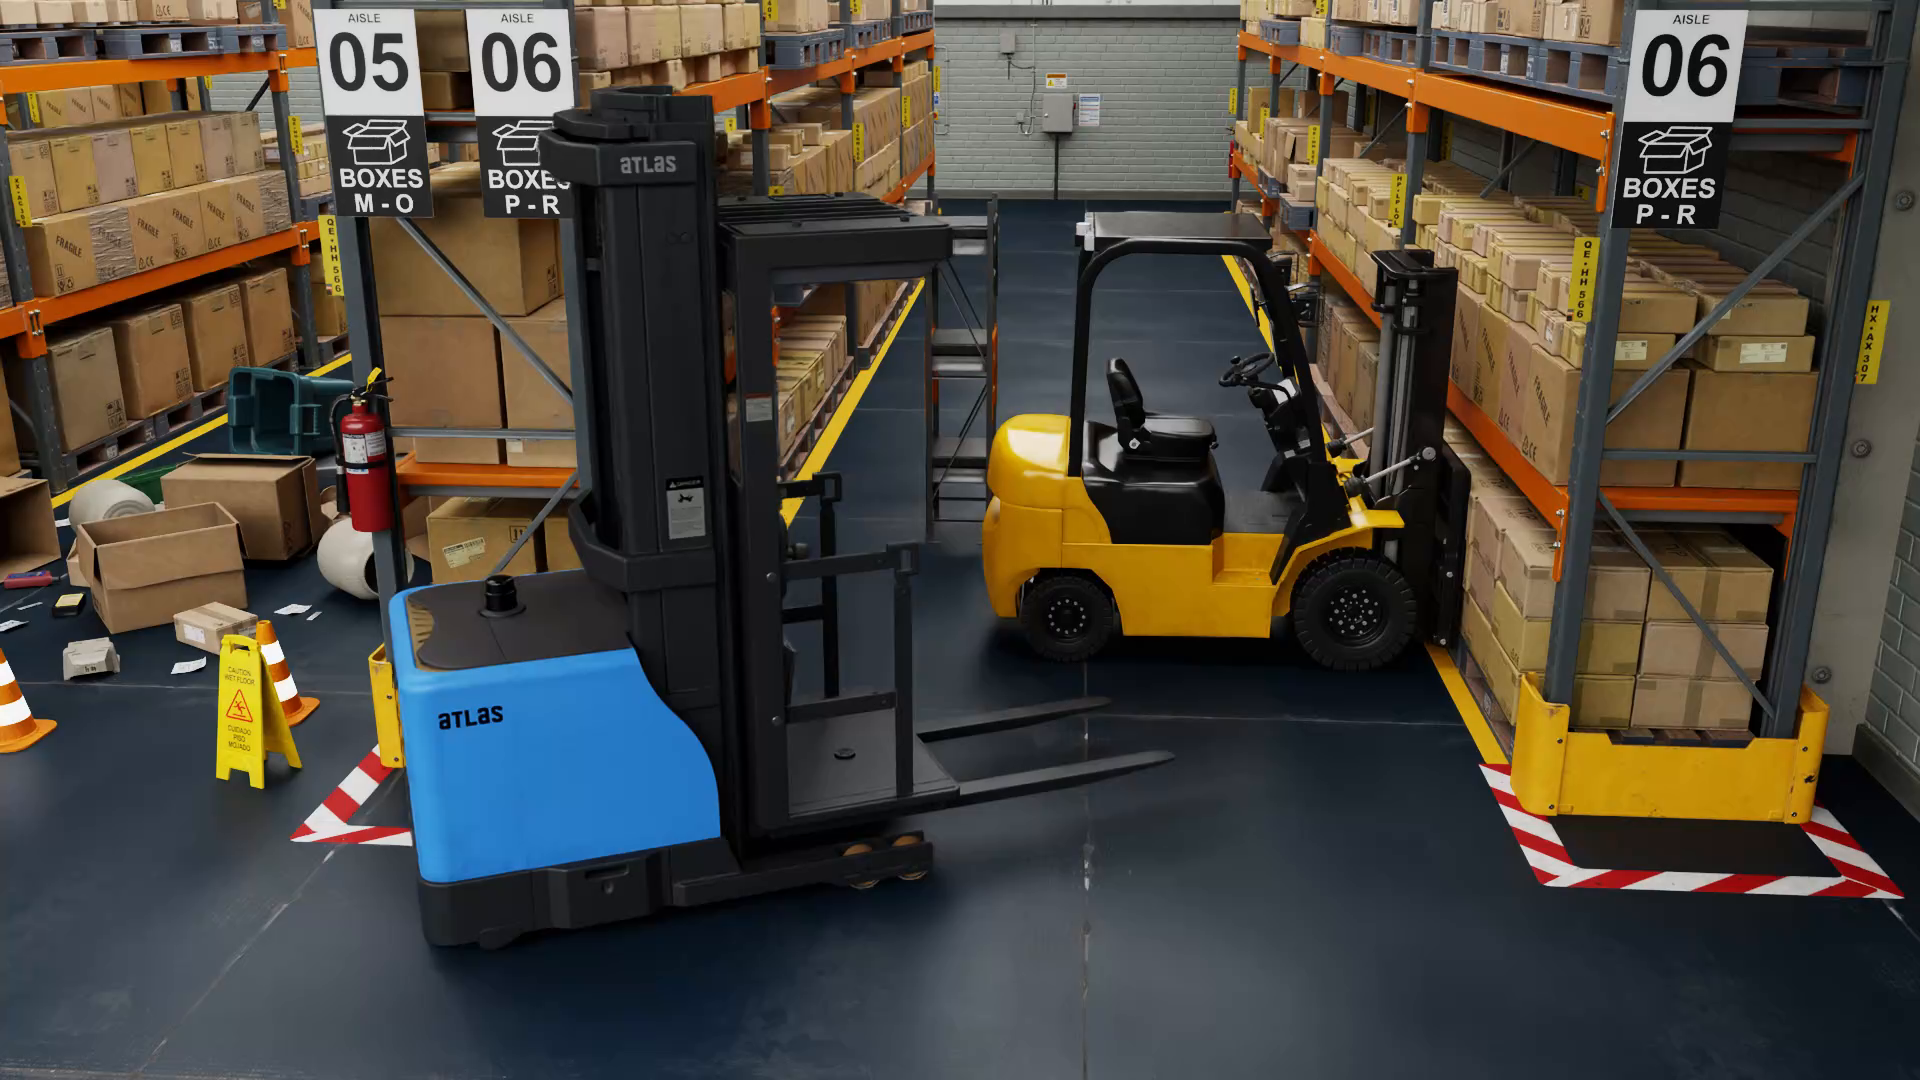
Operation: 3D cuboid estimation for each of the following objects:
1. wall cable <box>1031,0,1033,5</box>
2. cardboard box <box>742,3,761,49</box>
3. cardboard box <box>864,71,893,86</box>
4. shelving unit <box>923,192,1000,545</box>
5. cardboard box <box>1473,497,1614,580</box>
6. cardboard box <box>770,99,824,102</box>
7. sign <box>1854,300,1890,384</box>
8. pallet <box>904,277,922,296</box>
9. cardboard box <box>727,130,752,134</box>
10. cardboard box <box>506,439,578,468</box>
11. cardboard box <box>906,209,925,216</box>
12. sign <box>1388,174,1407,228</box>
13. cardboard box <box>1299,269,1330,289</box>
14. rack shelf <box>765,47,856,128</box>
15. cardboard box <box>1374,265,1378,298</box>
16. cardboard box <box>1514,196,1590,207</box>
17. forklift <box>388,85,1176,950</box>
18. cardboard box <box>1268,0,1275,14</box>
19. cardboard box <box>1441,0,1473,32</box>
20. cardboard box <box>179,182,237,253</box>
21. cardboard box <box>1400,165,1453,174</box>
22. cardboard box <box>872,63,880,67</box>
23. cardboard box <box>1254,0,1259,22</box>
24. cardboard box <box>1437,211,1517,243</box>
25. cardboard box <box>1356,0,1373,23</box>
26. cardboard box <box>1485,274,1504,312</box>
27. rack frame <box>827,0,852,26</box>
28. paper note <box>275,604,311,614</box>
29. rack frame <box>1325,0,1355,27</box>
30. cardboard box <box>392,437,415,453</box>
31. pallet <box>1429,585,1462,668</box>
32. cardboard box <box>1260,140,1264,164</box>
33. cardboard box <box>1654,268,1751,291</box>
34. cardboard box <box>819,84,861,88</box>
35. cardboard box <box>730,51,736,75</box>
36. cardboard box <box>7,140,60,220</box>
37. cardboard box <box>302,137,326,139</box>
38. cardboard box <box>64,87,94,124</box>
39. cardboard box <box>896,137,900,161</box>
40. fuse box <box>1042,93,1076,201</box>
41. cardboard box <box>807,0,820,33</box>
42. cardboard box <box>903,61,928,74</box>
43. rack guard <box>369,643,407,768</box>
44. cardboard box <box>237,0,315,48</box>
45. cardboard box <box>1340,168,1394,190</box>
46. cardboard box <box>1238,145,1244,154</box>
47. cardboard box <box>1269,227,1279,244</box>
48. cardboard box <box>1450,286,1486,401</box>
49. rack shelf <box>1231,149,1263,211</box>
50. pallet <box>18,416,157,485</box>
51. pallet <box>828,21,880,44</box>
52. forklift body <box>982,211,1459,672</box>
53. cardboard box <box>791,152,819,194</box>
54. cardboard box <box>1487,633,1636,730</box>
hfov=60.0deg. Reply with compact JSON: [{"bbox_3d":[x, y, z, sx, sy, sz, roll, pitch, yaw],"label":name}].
[{"bbox_3d":[0.030,-10.014,26.531,2.355,3.000,0.029,1,18,4],"label":"wall cable"},{"bbox_3d":[-1.470,-3.032,9.806,0.500,0.250,0.500,1,18,3],"label":"cardboard box"},{"bbox_3d":[-0.852,-5.088,18.326,0.380,0.149,0.250,1,18,3],"label":"cardboard box"},{"bbox_3d":[0.012,-1.049,10.253,0.431,2.100,0.503,1,18,4],"label":"shelving unit"},{"bbox_3d":[2.710,-0.005,7.757,0.500,0.250,0.500,2,18,5],"label":"cardboard box"},{"bbox_3d":[-1.573,-3.925,15.819,0.500,0.500,0.500,1,18,4],"label":"cardboard box"},{"bbox_3d":[3.510,-0.763,6.417,0.100,0.325,0.005,1,18,4],"label":"sign"},{"bbox_3d":[-1.001,-3.074,19.466,1.003,0.211,1.213,1,18,4],"label":"pallet"},{"bbox_3d":[-1.684,-3.177,13.987,0.500,0.500,0.500,1,18,2],"label":"cardboard box"},{"bbox_3d":[-1.763,-0.420,7.290,0.380,0.149,0.250,1,18,4],"label":"cardboard box"},{"bbox_3d":[-0.852,-3.898,20.941,0.875,0.438,0.875,2,18,5],"label":"cardboard box"},{"bbox_3d":[2.702,-2.092,10.259,0.100,0.325,0.005,1,18,4],"label":"sign"},{"bbox_3d":[3.302,-2.378,15.160,0.380,0.149,0.250,0,18,1],"label":"cardboard box"},{"bbox_3d":[-1.564,-3.385,12.275,1.077,0.370,4.000,1,18,4],"label":"rack shelf"},{"bbox_3d":[3.019,-1.662,10.918,0.500,0.250,0.500,2,18,5],"label":"cardboard box"},{"bbox_3d":[3.522,-1.962,9.913,0.380,0.149,0.250,1,18,4],"label":"cardboard box"},{"bbox_3d":[-0.631,-0.206,6.345,3.031,2.935,1.130,-7,19,-19],"label":"forklift"},{"bbox_3d":[3.346,-5.445,16.974,0.380,0.149,0.250,1,18,5],"label":"cardboard box"},{"bbox_3d":[2.941,-2.948,9.093,0.500,0.311,0.500,2,18,5],"label":"cardboard box"},{"bbox_3d":[-6.202,-2.593,13.360,0.500,0.500,0.500,1,18,3],"label":"cardboard box"},{"bbox_3d":[3.723,-2.900,13.255,0.380,0.149,0.250,1,18,4],"label":"cardboard box"},{"bbox_3d":[-1.196,-5.808,20.523,0.380,0.149,0.250,1,18,4],"label":"cardboard box"},{"bbox_3d":[3.721,-6.183,19.422,0.500,0.250,0.500,1,18,3],"label":"cardboard box"},{"bbox_3d":[2.866,-1.735,9.221,0.380,0.149,0.250,2,18,5],"label":"cardboard box"},{"bbox_3d":[3.163,-3.997,11.992,0.500,0.500,0.500,2,18,5],"label":"cardboard box"},{"bbox_3d":[2.770,-1.197,8.057,0.380,0.149,0.250,1,18,4],"label":"cardboard box"},{"bbox_3d":[-1.420,-5.774,13.591,1.000,3.000,0.127,1,18,4],"label":"rack frame"},{"bbox_3d":[-3.701,0.380,9.233,0.148,0.019,0.142,8,20,23],"label":"paper note"},{"bbox_3d":[3.531,-5.664,13.257,1.000,3.000,0.127,1,18,4],"label":"rack frame"},{"bbox_3d":[-3.485,-0.883,11.098,0.500,0.500,0.500,1,18,4],"label":"cardboard box"},{"bbox_3d":[3.060,0.380,8.923,1.003,0.211,1.213,1,18,4],"label":"pallet"},{"bbox_3d":[3.611,-4.289,18.459,0.500,0.250,0.500,2,18,5],"label":"cardboard box"},{"bbox_3d":[3.252,-1.088,7.246,0.380,0.149,0.250,2,18,5],"label":"cardboard box"},{"bbox_3d":[-1.375,-4.840,18.612,0.500,0.500,0.500,1,18,3],"label":"cardboard box"},{"bbox_3d":[-1.531,-2.805,9.753,0.380,0.149,0.250,2,18,5],"label":"cardboard box"},{"bbox_3d":[-6.622,-2.436,11.275,0.700,0.500,0.500,1,18,3],"label":"cardboard box"},{"bbox_3d":[-6.080,-3.746,15.811,0.380,0.149,0.250,1,18,2],"label":"cardboard box"},{"bbox_3d":[-10.686,-5.109,19.755,0.500,0.500,0.500,1,18,4],"label":"cardboard box"},{"bbox_3d":[-0.923,-4.189,17.828,0.500,0.250,0.500,1,18,4],"label":"cardboard box"},{"bbox_3d":[1.619,-6.455,27.374,0.539,1.711,0.414,1,18,4],"label":"fuse box"},{"bbox_3d":[-1.230,-3.564,11.232,0.500,0.250,0.500,1,18,3],"label":"cardboard box"},{"bbox_3d":[-0.602,-5.961,20.989,0.380,0.149,0.250,1,18,3],"label":"cardboard box"},{"bbox_3d":[-1.989,0.726,7.404,1.175,0.500,0.348,1,18,4],"label":"rack guard"},{"bbox_3d":[-6.059,-4.646,14.807,0.500,0.500,0.500,1,18,4],"label":"cardboard box"},{"bbox_3d":[3.197,-2.832,13.045,0.380,0.149,0.250,1,18,5],"label":"cardboard box"},{"bbox_3d":[3.807,-5.082,21.520,0.380,0.149,0.250,1,18,3],"label":"cardboard box"},{"bbox_3d":[3.526,-3.270,17.883,0.380,0.149,0.250,2,18,7],"label":"cardboard box"},{"bbox_3d":[2.839,-1.011,8.531,0.500,0.500,0.500,1,18,4],"label":"cardboard box"},{"bbox_3d":[3.961,-4.335,19.990,1.077,0.370,4.000,1,18,4],"label":"rack shelf"},{"bbox_3d":[-6.672,-0.676,12.146,1.003,0.211,1.213,1,18,4],"label":"pallet"},{"bbox_3d":[-1.350,-4.807,15.762,1.003,0.211,1.213,2,18,6],"label":"pallet"},{"bbox_3d":[1.274,-0.555,8.662,2.313,2.155,1.214,1,18,4],"label":"forklift body"},{"bbox_3d":[-1.303,-2.517,11.974,0.500,0.500,0.500,1,18,4],"label":"cardboard box"},{"bbox_3d":[2.676,0.626,7.438,0.500,0.250,0.500,1,18,4],"label":"cardboard box"}]
